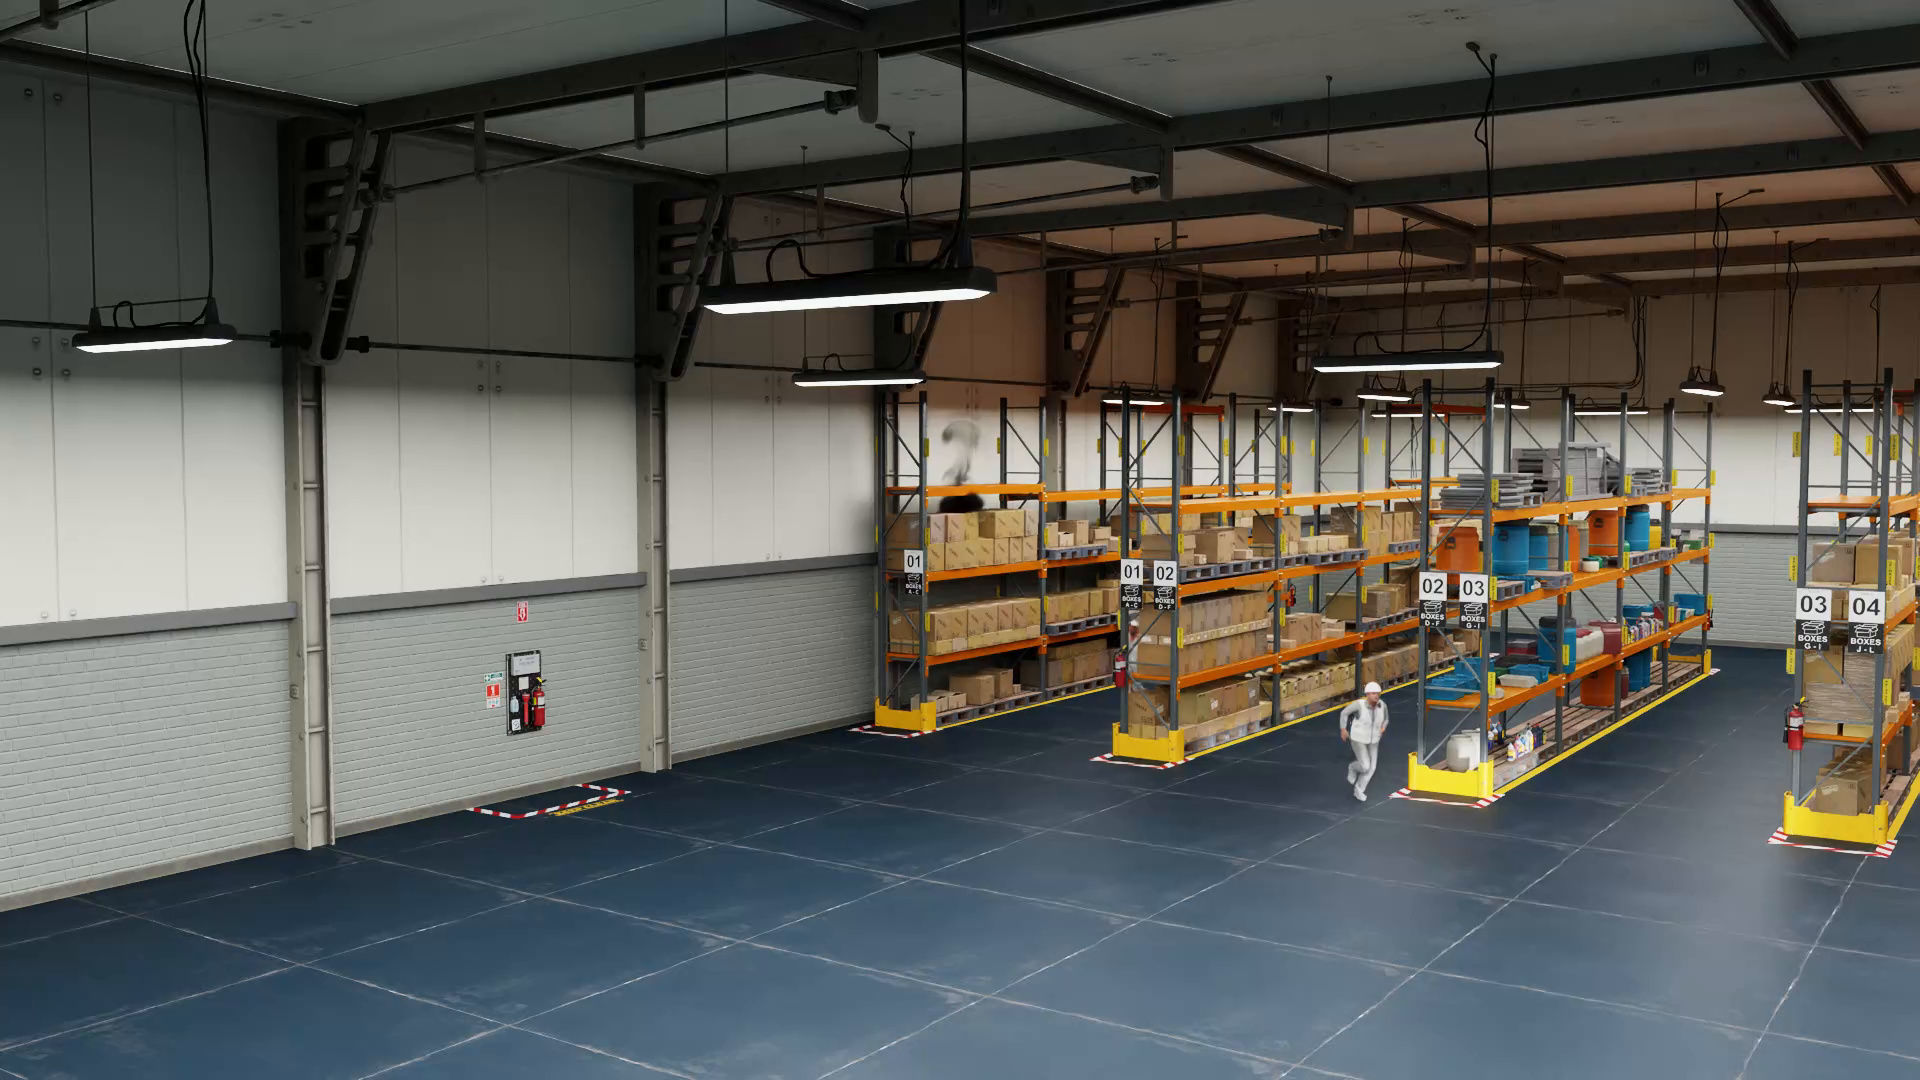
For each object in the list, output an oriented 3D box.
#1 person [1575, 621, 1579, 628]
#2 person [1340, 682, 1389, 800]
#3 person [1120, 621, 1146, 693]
[{"bbox_3d":[12.780,2.254,35.109,0.576,1.672,0.680,2,4,36],"label":"person"},{"bbox_3d":[5.776,2.854,23.647,0.648,1.702,0.728,-1,3,-17],"label":"person"},{"bbox_3d":[3.257,2.396,31.258,0.655,1.774,0.845,2,4,30],"label":"person"}]
